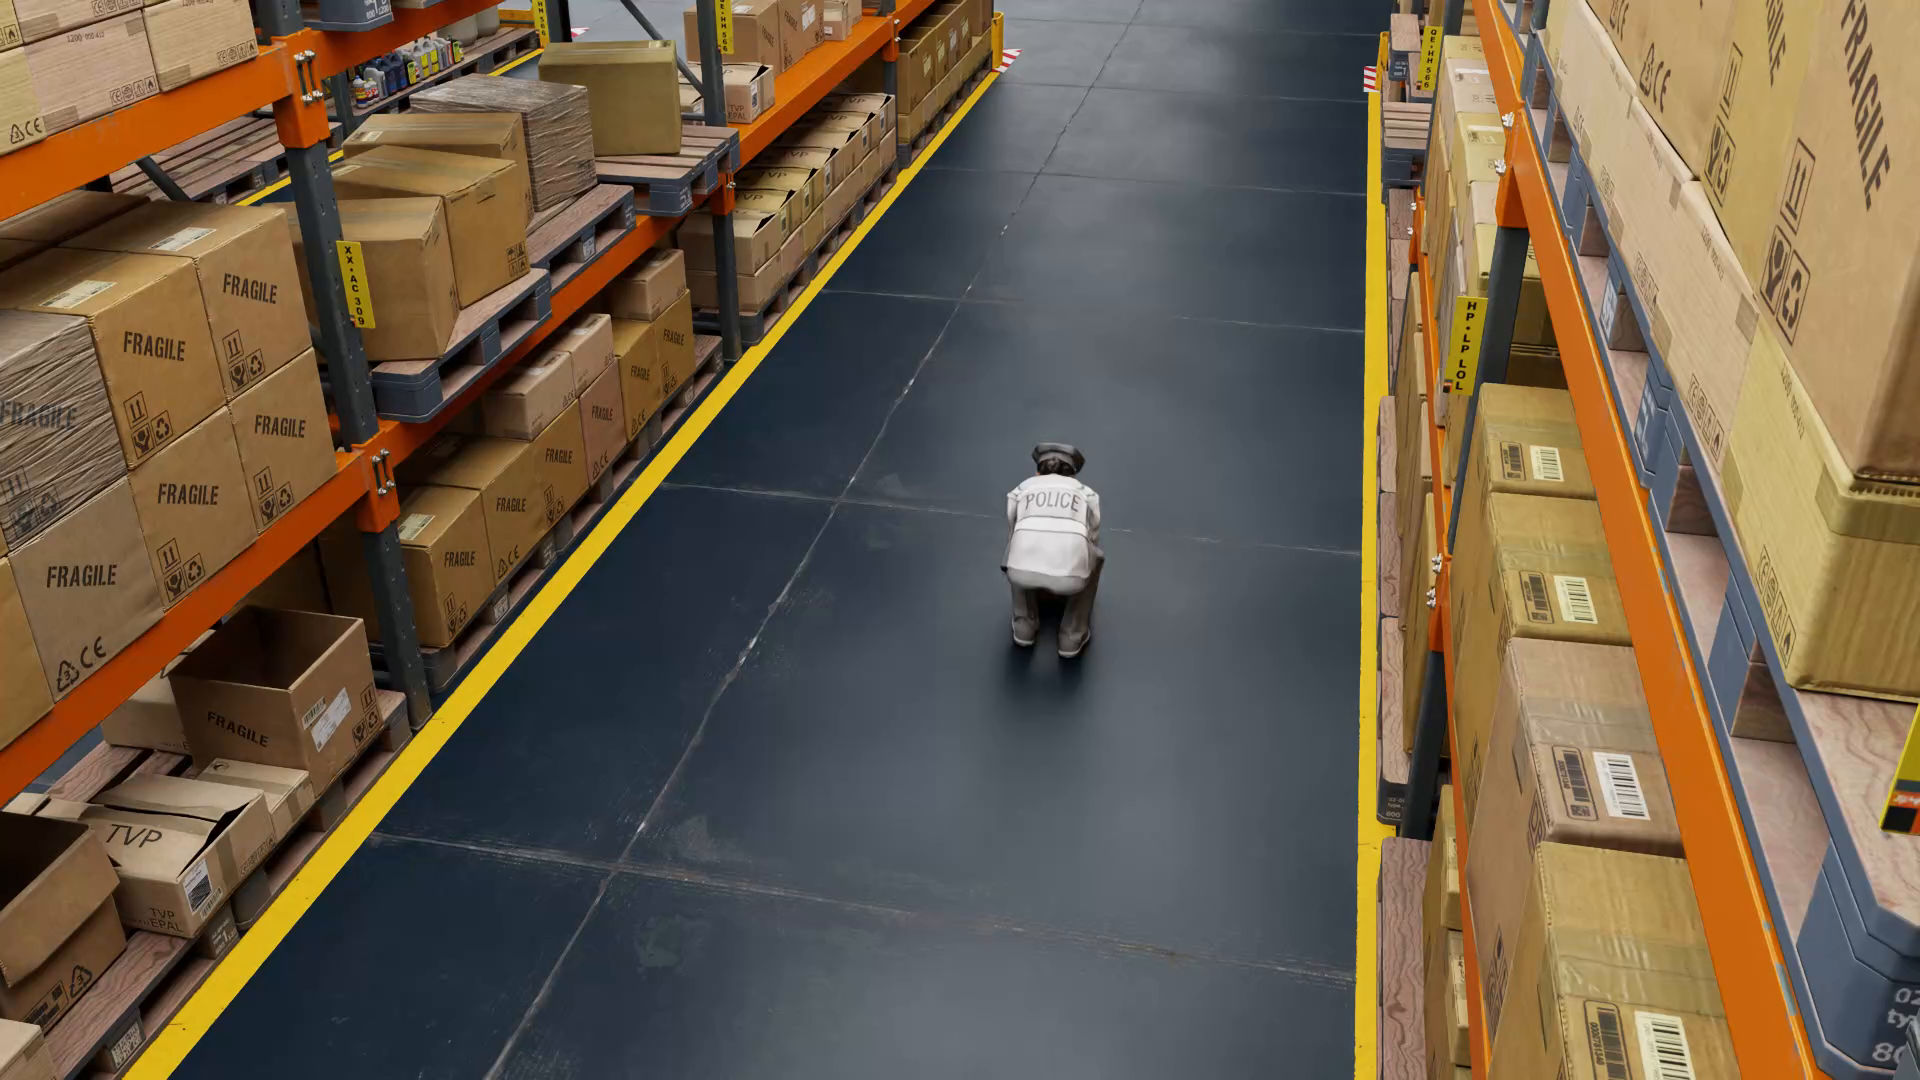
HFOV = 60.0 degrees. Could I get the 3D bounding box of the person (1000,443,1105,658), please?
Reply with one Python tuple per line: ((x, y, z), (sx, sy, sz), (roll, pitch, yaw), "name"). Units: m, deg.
((0.419, 0.053, 7.479), (0.456, 0.776, 0.909), (5, 29, 9), "person")
